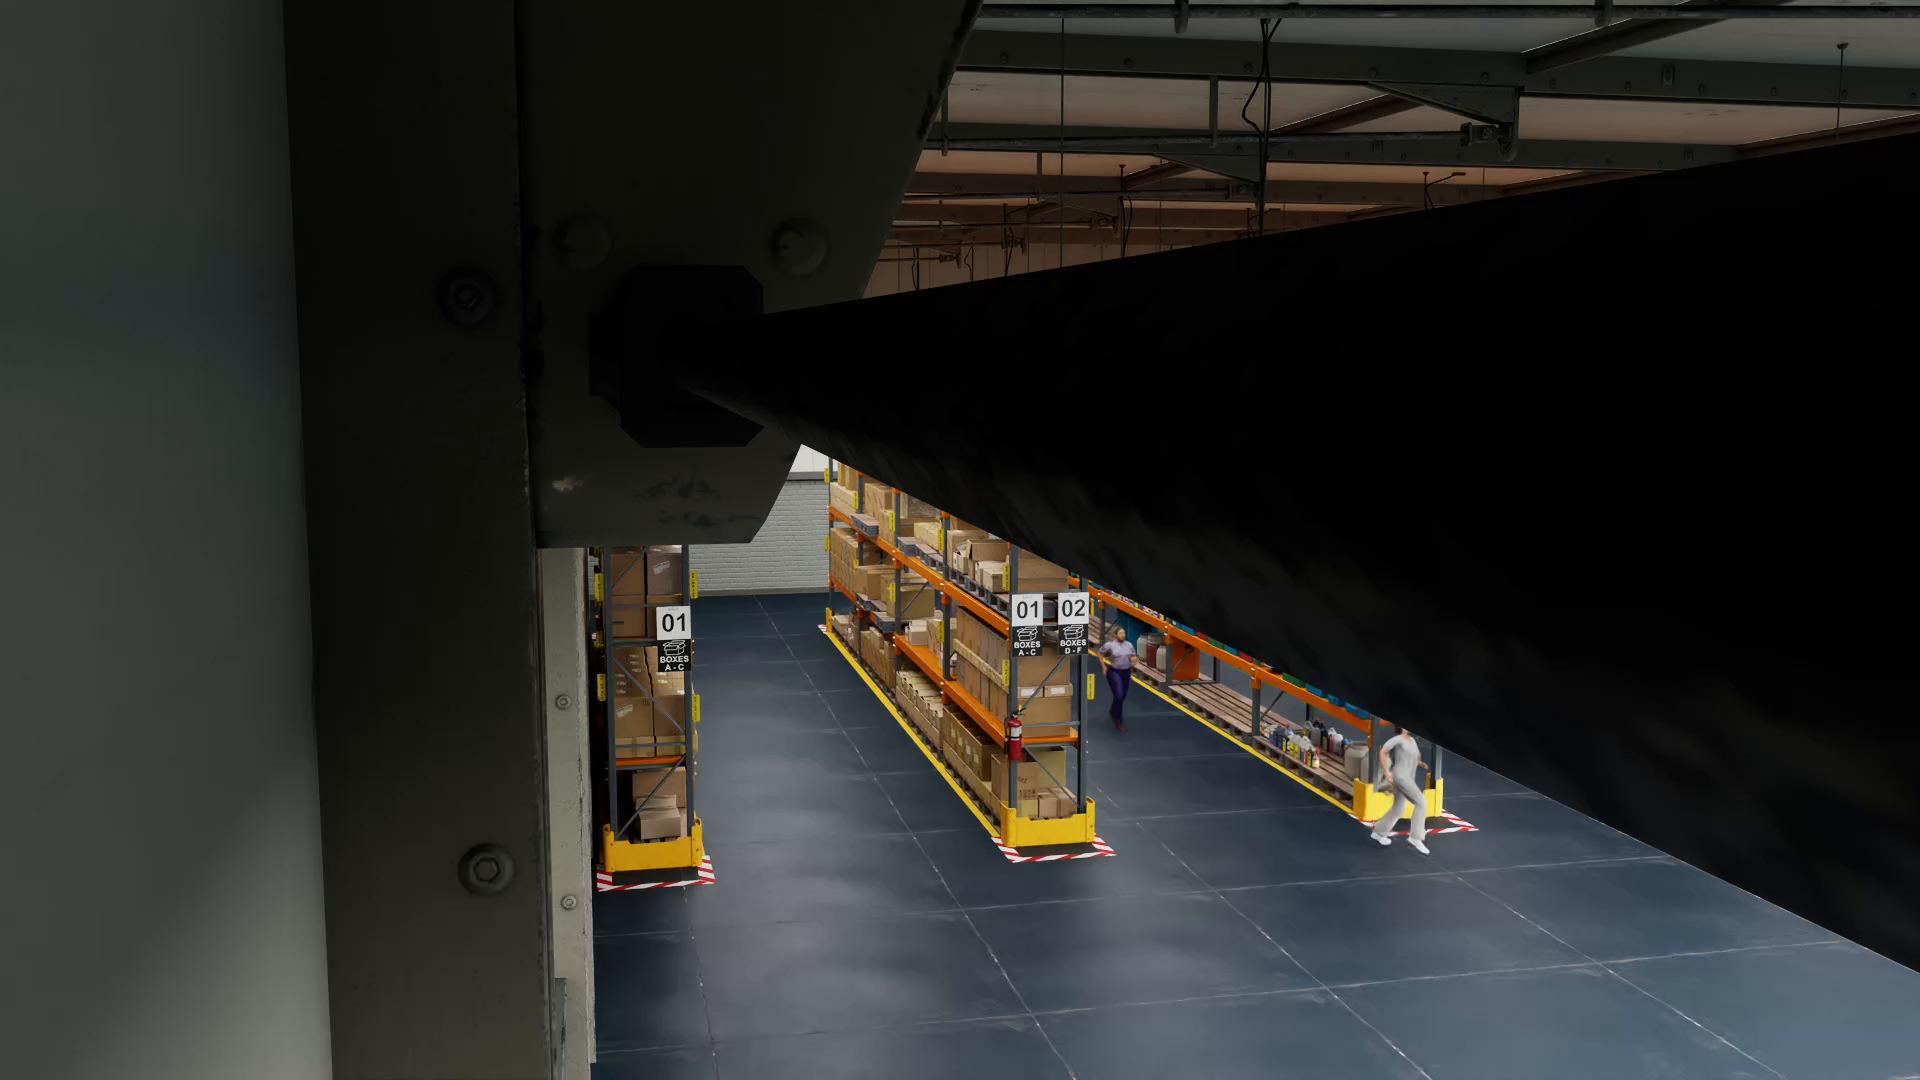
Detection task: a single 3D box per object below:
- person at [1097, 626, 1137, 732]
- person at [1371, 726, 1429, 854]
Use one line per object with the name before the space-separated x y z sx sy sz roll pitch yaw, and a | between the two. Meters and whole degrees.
person | 2.613 2.268 27.405 0.580 1.709 0.770 -3 8 -26
person | 5.607 3.029 20.880 0.745 1.658 0.567 4 8 33
